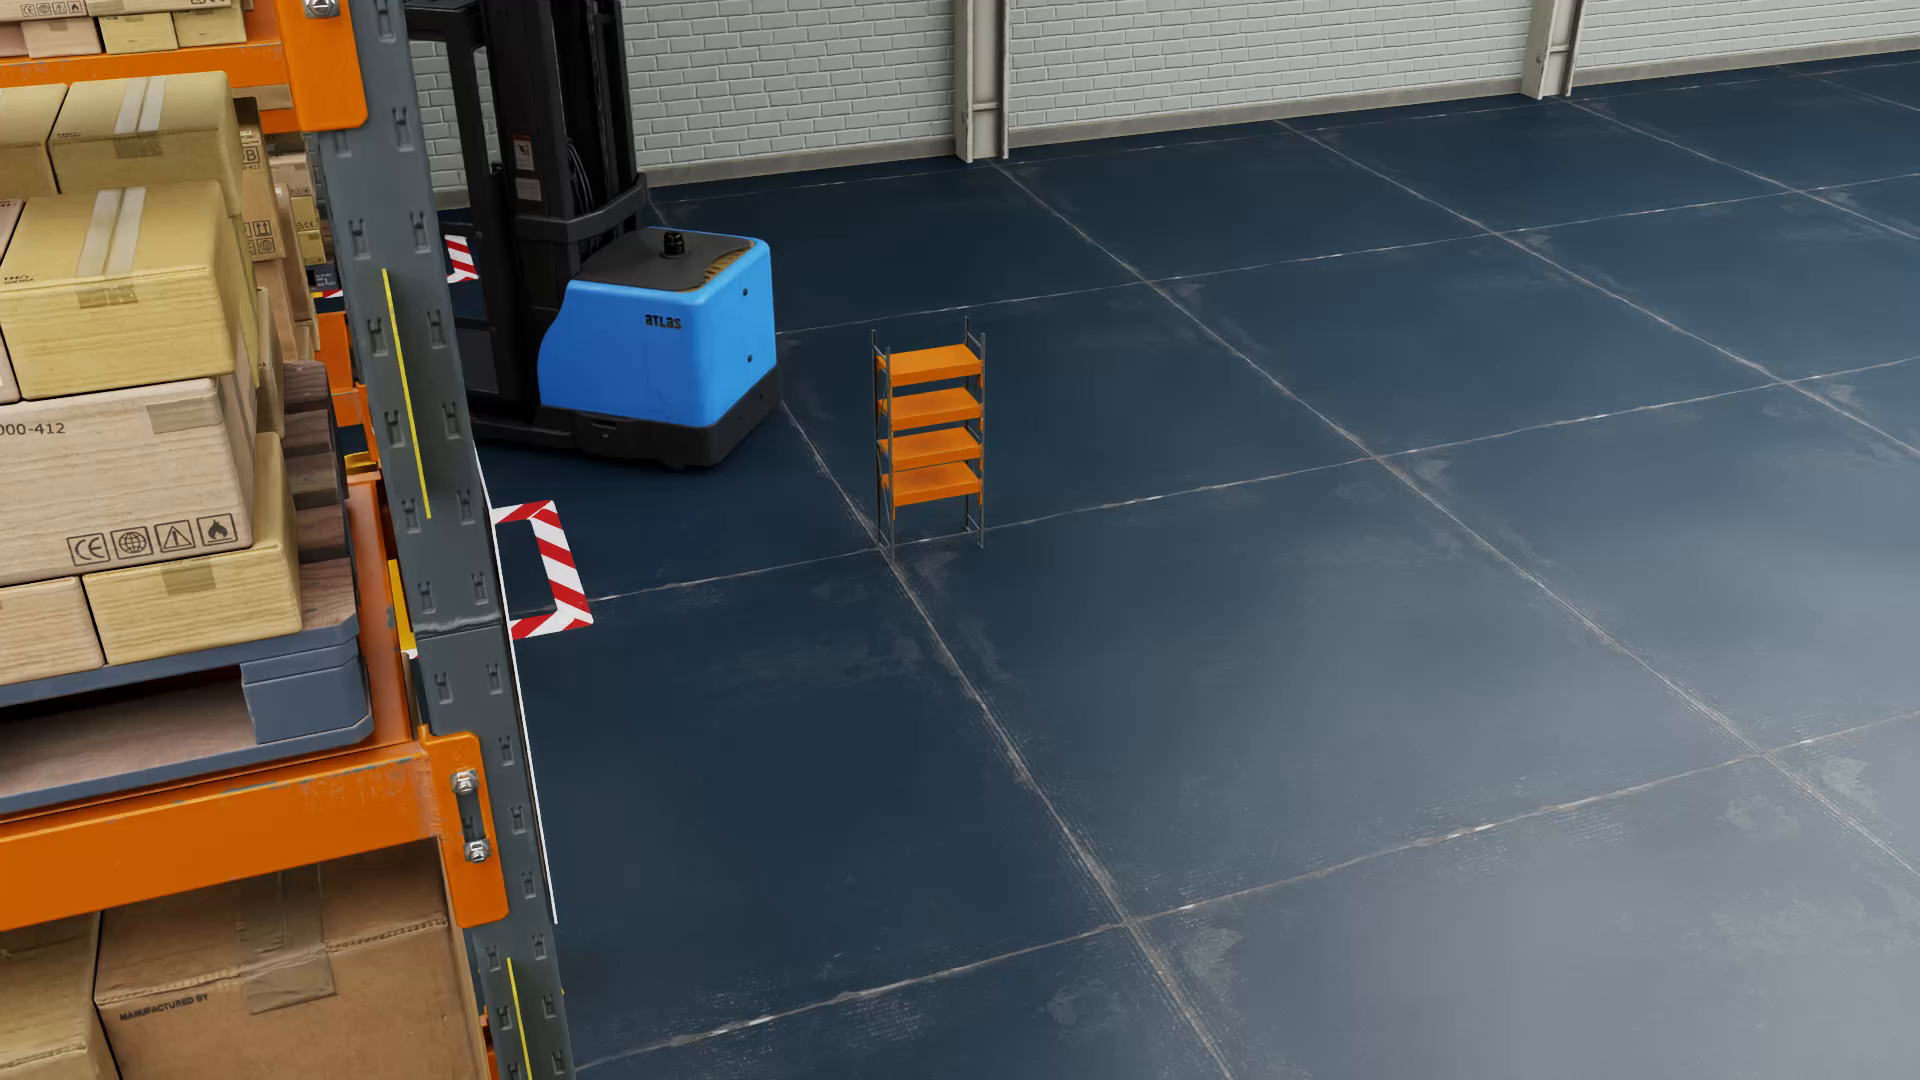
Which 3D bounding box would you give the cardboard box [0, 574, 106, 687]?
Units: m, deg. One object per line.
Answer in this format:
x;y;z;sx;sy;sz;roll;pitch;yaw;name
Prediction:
-1.342;0.045;2.338;0.250;0.149;0.380;-10;31;-17;cardboard box

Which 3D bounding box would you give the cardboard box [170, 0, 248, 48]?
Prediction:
-2.969;-2.074;6.584;0.250;0.149;0.380;-10;31;-17;cardboard box

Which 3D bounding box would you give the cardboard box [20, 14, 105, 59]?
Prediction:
-3.452;-1.986;6.429;0.250;0.149;0.380;-9;31;-16;cardboard box

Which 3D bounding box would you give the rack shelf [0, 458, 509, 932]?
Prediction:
-2.786;0.562;2.429;4.000;0.370;1.077;-10;31;-18;rack shelf

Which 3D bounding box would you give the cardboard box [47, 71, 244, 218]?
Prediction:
-1.336;-0.649;2.751;0.250;0.149;0.380;-10;31;-17;cardboard box

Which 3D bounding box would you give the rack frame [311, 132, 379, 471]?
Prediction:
-2.733;-1.071;7.600;0.127;3.000;1.000;-10;31;-18;rack frame

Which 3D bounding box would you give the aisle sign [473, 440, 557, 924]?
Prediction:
-0.741;0.205;2.734;0.004;0.787;0.394;-10;31;-18;aisle sign

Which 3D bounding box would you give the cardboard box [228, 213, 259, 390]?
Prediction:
-1.454;-0.421;2.755;0.500;0.250;0.500;-11;31;-18;cardboard box

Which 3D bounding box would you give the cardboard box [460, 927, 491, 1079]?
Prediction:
-1.244;1.228;3.413;0.550;0.550;0.875;-10;31;-18;cardboard box

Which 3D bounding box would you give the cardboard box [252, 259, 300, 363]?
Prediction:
-3.145;-1.023;7.113;0.500;0.500;0.500;-11;31;-19;cardboard box

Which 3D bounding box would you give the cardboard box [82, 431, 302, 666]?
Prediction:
-1.105;0.002;2.414;0.250;0.149;0.380;-11;31;-18;cardboard box

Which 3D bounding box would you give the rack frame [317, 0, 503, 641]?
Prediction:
-0.912;-1.399;2.115;0.127;3.000;1.000;-10;31;-18;rack frame

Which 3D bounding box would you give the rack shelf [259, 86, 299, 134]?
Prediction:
-6.341;-2.716;11.213;4.000;0.370;1.077;-10;31;-18;rack shelf

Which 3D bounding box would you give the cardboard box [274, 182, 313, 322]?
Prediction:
-3.273;-1.291;7.584;0.500;0.500;0.500;-11;31;-18;cardboard box

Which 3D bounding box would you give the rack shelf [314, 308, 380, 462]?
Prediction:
-4.607;-0.414;7.172;4.000;0.370;1.077;-10;31;-18;rack shelf

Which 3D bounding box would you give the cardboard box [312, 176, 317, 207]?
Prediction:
-4.980;-2.594;12.121;0.500;0.250;0.500;-10;31;-17;cardboard box

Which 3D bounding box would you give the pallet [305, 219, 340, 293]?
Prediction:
-5.169;-2.011;12.066;1.213;0.211;1.003;-10;31;-18;pallet

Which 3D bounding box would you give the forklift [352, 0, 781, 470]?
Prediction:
-2.662;-2.085;9.449;3.031;2.935;1.130;9;31;15;forklift

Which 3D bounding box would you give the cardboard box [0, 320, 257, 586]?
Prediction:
-1.273;-0.171;2.316;0.500;0.250;0.500;-10;31;-17;cardboard box

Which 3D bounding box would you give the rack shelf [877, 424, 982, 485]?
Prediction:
-0.155;-0.434;8.436;0.480;0.148;0.258;-10;31;-18;rack shelf

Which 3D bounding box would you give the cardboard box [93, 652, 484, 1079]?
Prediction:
-1.273;0.720;3.215;0.550;0.550;0.875;-10;31;-18;cardboard box

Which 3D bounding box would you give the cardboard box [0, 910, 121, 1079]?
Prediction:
-1.756;0.857;2.973;0.550;0.550;0.875;-10;31;-18;cardboard box

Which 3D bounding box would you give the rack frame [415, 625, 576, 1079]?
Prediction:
-0.912;1.208;3.600;0.127;3.000;1.000;-10;31;-18;rack frame

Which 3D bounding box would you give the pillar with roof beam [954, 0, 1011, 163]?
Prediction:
1.691;-5.317;8.991;0.400;9.000;9.100;-10;31;-18;pillar with roof beam

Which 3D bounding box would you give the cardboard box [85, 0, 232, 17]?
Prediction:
-3.118;-2.225;6.447;0.500;0.250;0.500;-11;31;-18;cardboard box

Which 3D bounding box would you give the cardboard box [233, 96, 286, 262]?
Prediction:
-3.135;-1.489;6.922;0.500;0.500;0.700;-11;32;-19;cardboard box

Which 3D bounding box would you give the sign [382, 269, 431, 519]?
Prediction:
-0.736;-0.192;2.212;0.005;0.325;0.100;-10;31;-18;sign

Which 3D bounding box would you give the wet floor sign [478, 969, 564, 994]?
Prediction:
-1.575;1.307;5.804;0.232;0.644;0.267;-16;33;-26;wet floor sign

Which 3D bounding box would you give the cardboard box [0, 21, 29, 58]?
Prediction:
-3.713;-1.973;6.407;0.250;0.149;0.380;-10;31;-17;cardboard box

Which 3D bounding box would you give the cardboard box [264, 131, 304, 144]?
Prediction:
-4.983;-2.801;11.979;0.500;0.250;0.500;-11;31;-18;cardboard box

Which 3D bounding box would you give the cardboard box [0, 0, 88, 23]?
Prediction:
-3.595;-2.145;6.306;0.500;0.250;0.500;-11;31;-18;cardboard box

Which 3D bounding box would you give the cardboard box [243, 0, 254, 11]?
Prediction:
-3.157;-2.359;7.084;0.250;0.149;0.380;-10;31;-18;cardboard box

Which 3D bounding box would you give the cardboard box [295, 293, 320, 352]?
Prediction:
-3.123;-1.000;7.728;0.250;0.149;0.380;-10;31;-17;cardboard box

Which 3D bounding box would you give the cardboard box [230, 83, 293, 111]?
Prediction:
-4.837;-3.210;11.254;0.500;0.500;0.500;-11;32;-19;cardboard box

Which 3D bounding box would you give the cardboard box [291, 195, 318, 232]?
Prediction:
-4.814;-2.350;11.692;0.500;0.250;0.500;-11;31;-18;cardboard box

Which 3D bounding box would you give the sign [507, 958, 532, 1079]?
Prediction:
-0.736;0.856;2.809;0.005;0.325;0.100;-10;31;-18;sign

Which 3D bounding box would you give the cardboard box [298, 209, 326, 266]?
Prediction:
-4.797;-2.134;11.818;0.500;0.250;0.500;-10;31;-17;cardboard box

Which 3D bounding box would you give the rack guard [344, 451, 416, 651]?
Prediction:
-2.804;0.028;8.196;0.348;0.500;1.175;-10;31;-18;rack guard

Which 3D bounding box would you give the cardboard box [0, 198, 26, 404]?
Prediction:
-1.344;-0.301;2.141;0.250;0.149;0.380;-10;31;-17;cardboard box

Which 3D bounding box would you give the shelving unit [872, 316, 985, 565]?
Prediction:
-0.155;-0.493;8.403;0.503;1.200;0.258;-10;31;-18;shelving unit

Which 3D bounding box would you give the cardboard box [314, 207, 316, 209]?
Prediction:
-4.995;-2.367;12.228;0.500;0.250;0.500;-10;31;-17;cardboard box

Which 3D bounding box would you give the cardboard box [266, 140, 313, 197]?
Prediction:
-4.790;-2.572;11.577;0.500;0.250;0.500;-9;31;-16;cardboard box

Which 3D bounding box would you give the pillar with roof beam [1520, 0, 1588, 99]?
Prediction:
7.314;-6.352;10.809;0.400;9.000;9.100;-10;31;-18;pillar with roof beam

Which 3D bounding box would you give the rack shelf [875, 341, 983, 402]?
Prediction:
-0.155;-0.834;8.208;0.480;0.148;0.258;-10;31;-18;rack shelf

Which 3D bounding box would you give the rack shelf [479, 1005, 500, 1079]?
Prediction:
-2.786;1.866;3.172;4.000;0.370;1.077;-10;31;-18;rack shelf

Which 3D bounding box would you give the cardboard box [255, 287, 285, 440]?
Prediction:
-1.345;-0.302;2.948;0.250;0.149;0.380;-10;31;-17;cardboard box

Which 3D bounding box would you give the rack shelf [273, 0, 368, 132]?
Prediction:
-2.786;-0.567;1.786;4.000;0.370;1.077;-10;31;-18;rack shelf

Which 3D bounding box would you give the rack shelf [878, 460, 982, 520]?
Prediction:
-0.155;-0.262;8.534;0.480;0.148;0.258;-10;31;-18;rack shelf

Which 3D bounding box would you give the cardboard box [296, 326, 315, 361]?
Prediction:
-3.008;-0.798;7.375;0.250;0.149;0.380;-9;31;-16;cardboard box

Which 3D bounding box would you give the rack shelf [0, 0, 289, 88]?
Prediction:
-4.607;-1.717;6.430;4.000;0.370;1.077;-10;31;-18;rack shelf

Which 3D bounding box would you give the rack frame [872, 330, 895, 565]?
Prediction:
-0.384;-0.451;8.329;0.015;1.200;0.240;-10;31;-18;rack frame

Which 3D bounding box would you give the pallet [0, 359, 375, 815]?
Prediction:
-1.603;0.076;2.646;1.213;0.211;1.003;-10;31;-18;pallet

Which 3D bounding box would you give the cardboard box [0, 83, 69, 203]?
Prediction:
-1.571;-0.606;2.676;0.250;0.149;0.380;-10;31;-17;cardboard box

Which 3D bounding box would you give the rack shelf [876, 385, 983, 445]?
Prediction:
-0.155;-0.629;8.325;0.480;0.148;0.258;-10;31;-18;rack shelf

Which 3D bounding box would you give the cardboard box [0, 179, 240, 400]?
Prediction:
-1.109;-0.343;2.215;0.250;0.149;0.380;-10;31;-17;cardboard box

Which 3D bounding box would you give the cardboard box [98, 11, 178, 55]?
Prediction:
-3.191;-2.016;6.482;0.250;0.149;0.380;-10;31;-17;cardboard box

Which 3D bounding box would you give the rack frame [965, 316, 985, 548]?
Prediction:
0.074;-0.535;8.477;0.015;1.200;0.240;-10;31;-18;rack frame
